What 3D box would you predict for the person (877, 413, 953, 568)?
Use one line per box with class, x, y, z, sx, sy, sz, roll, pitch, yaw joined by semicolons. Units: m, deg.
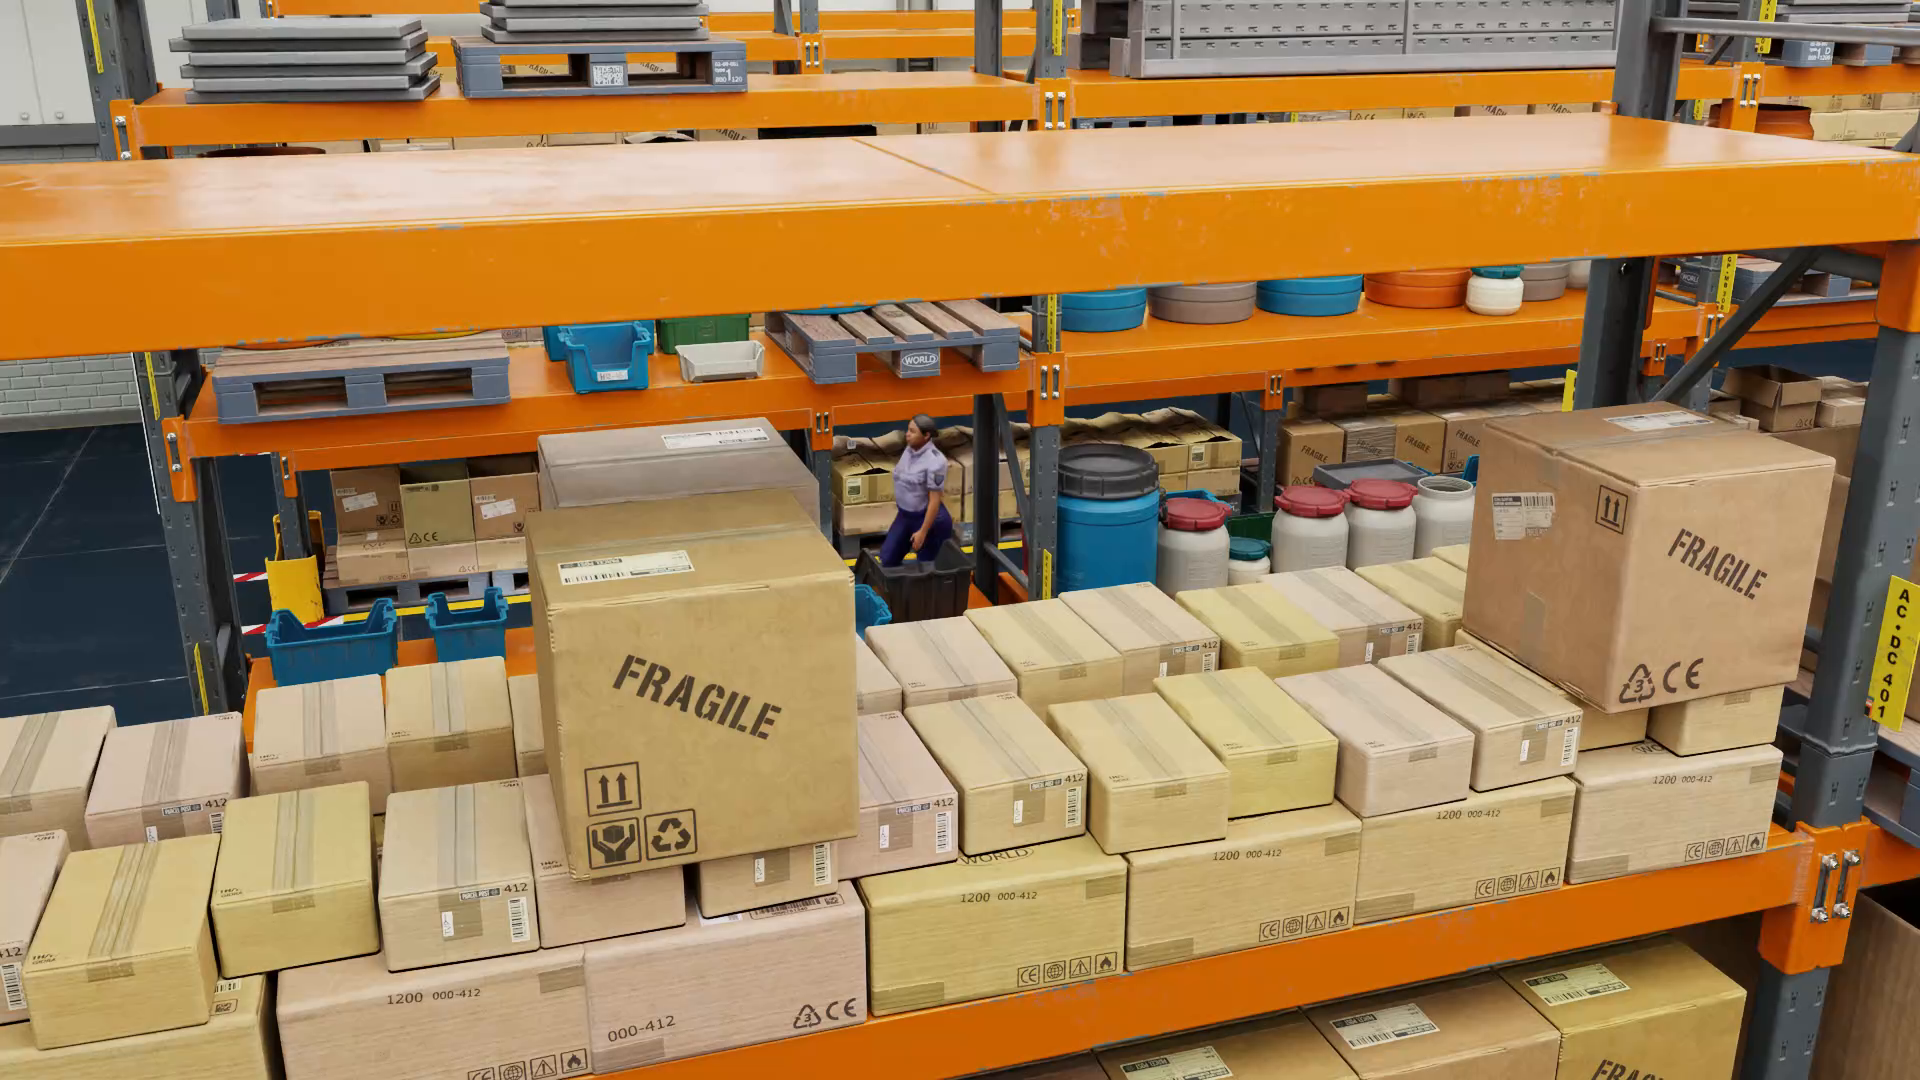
person;-0.294;-0.080;11.828;0.478;1.696;0.487;-14;24;-35
